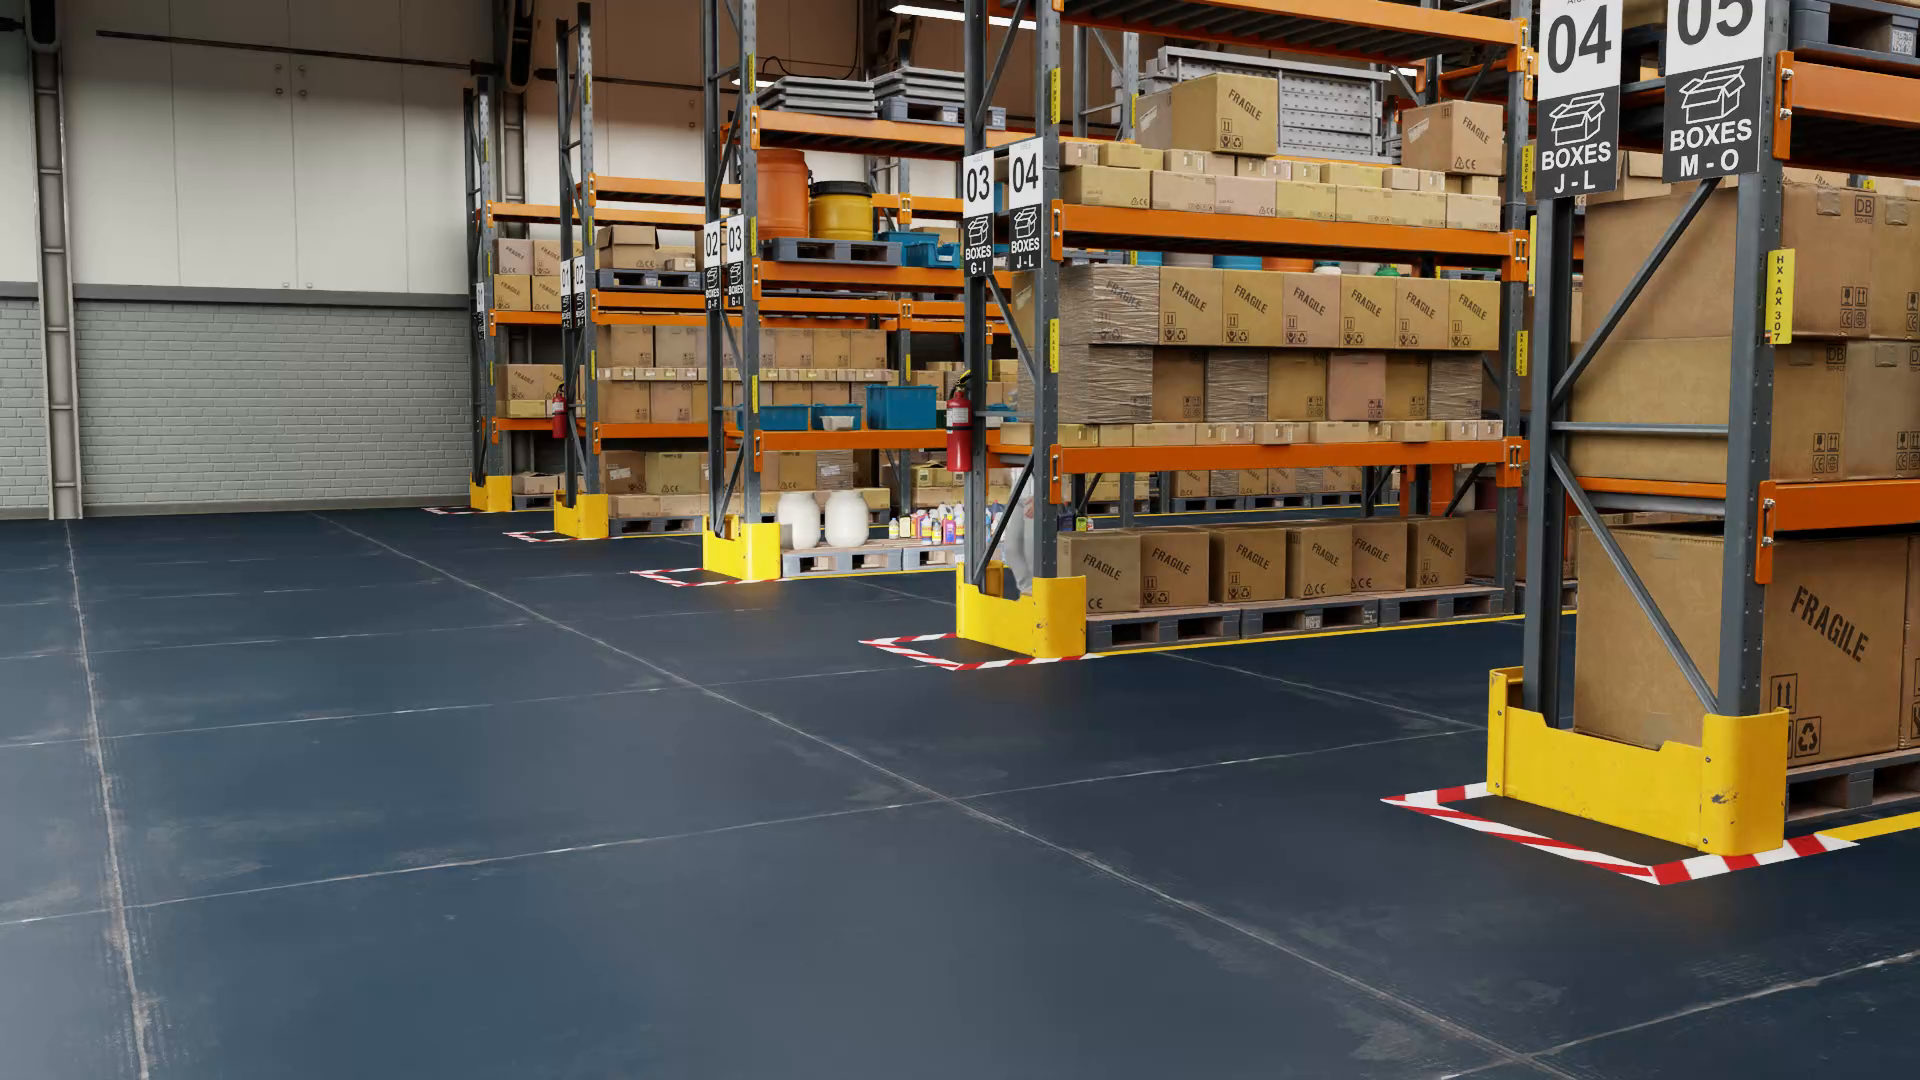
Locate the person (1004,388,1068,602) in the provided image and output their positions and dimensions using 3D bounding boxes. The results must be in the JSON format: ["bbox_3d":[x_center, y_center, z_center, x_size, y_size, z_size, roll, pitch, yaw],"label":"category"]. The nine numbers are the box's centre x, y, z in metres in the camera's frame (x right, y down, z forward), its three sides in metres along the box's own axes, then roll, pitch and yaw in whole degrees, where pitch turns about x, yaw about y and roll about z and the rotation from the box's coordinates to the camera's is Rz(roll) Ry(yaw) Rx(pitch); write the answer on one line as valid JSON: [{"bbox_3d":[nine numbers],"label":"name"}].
[{"bbox_3d":[0.559,-0.299,12.464,0.475,1.710,0.553,-3,6,-27],"label":"person"}]
